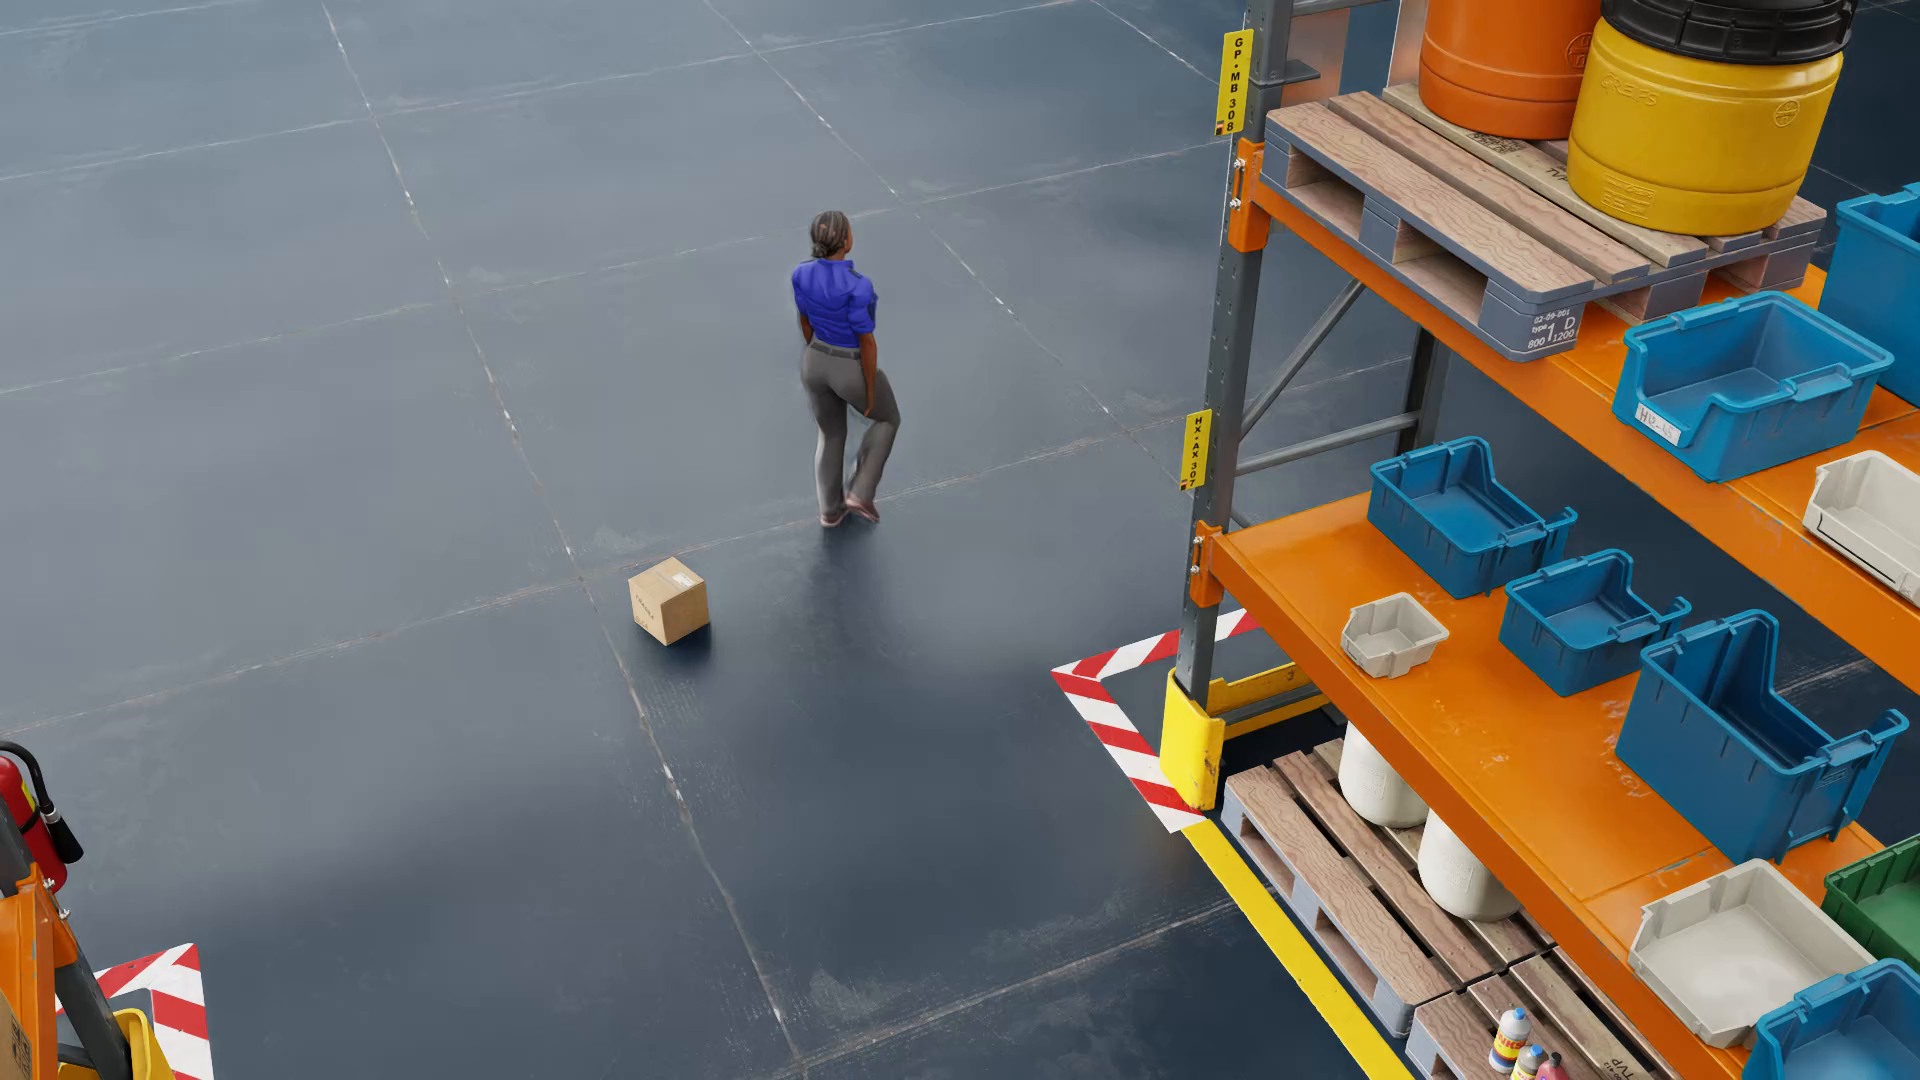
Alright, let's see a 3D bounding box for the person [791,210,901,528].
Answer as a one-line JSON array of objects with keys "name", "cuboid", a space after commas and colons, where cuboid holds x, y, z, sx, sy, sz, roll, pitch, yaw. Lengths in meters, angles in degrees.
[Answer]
[{"name": "person", "cuboid": [-0.544, -0.799, 7.881, 0.452, 1.678, 0.423, 16, 40, 20]}]
